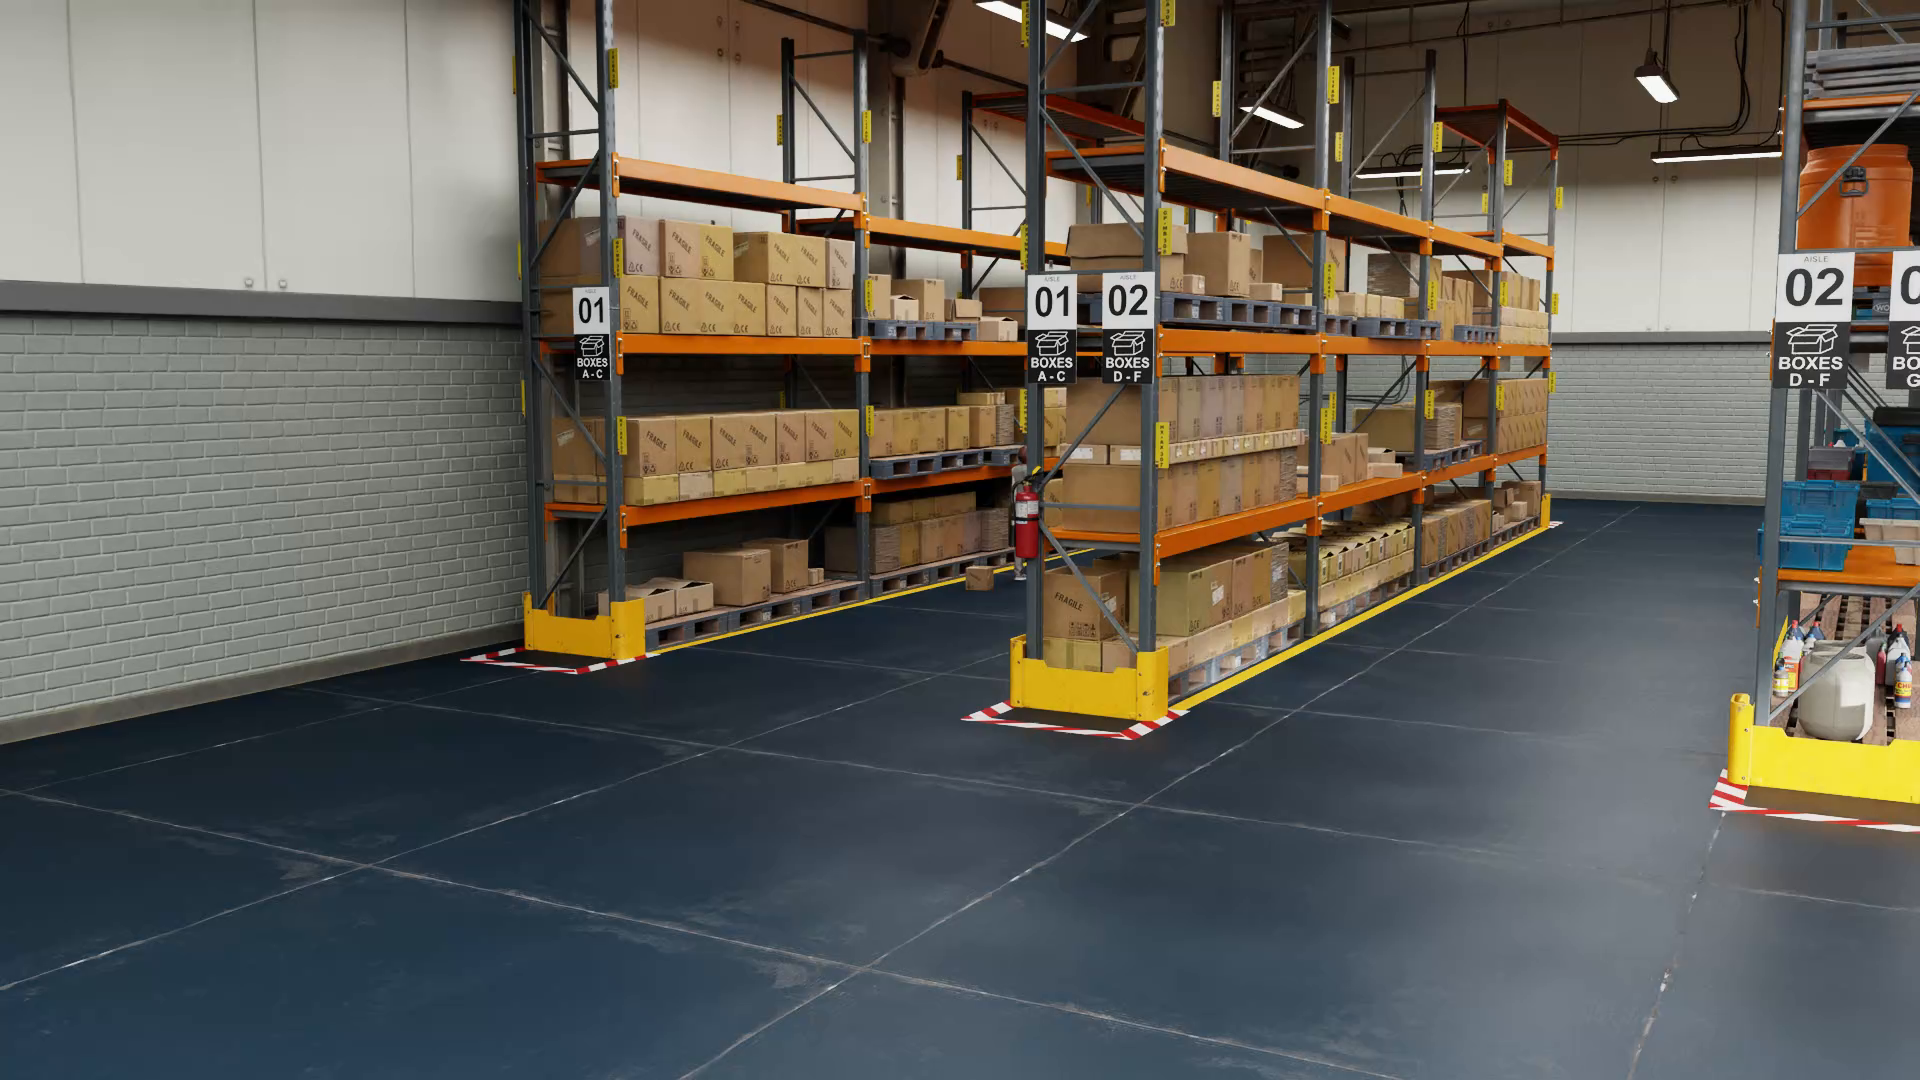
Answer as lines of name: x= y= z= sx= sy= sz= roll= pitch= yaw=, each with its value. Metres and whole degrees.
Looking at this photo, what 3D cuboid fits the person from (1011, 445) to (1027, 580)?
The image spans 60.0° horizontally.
person: x=0.796 y=-0.315 z=19.463 sx=0.409 sy=1.602 sz=0.330 roll=3 pitch=7 yaw=27
